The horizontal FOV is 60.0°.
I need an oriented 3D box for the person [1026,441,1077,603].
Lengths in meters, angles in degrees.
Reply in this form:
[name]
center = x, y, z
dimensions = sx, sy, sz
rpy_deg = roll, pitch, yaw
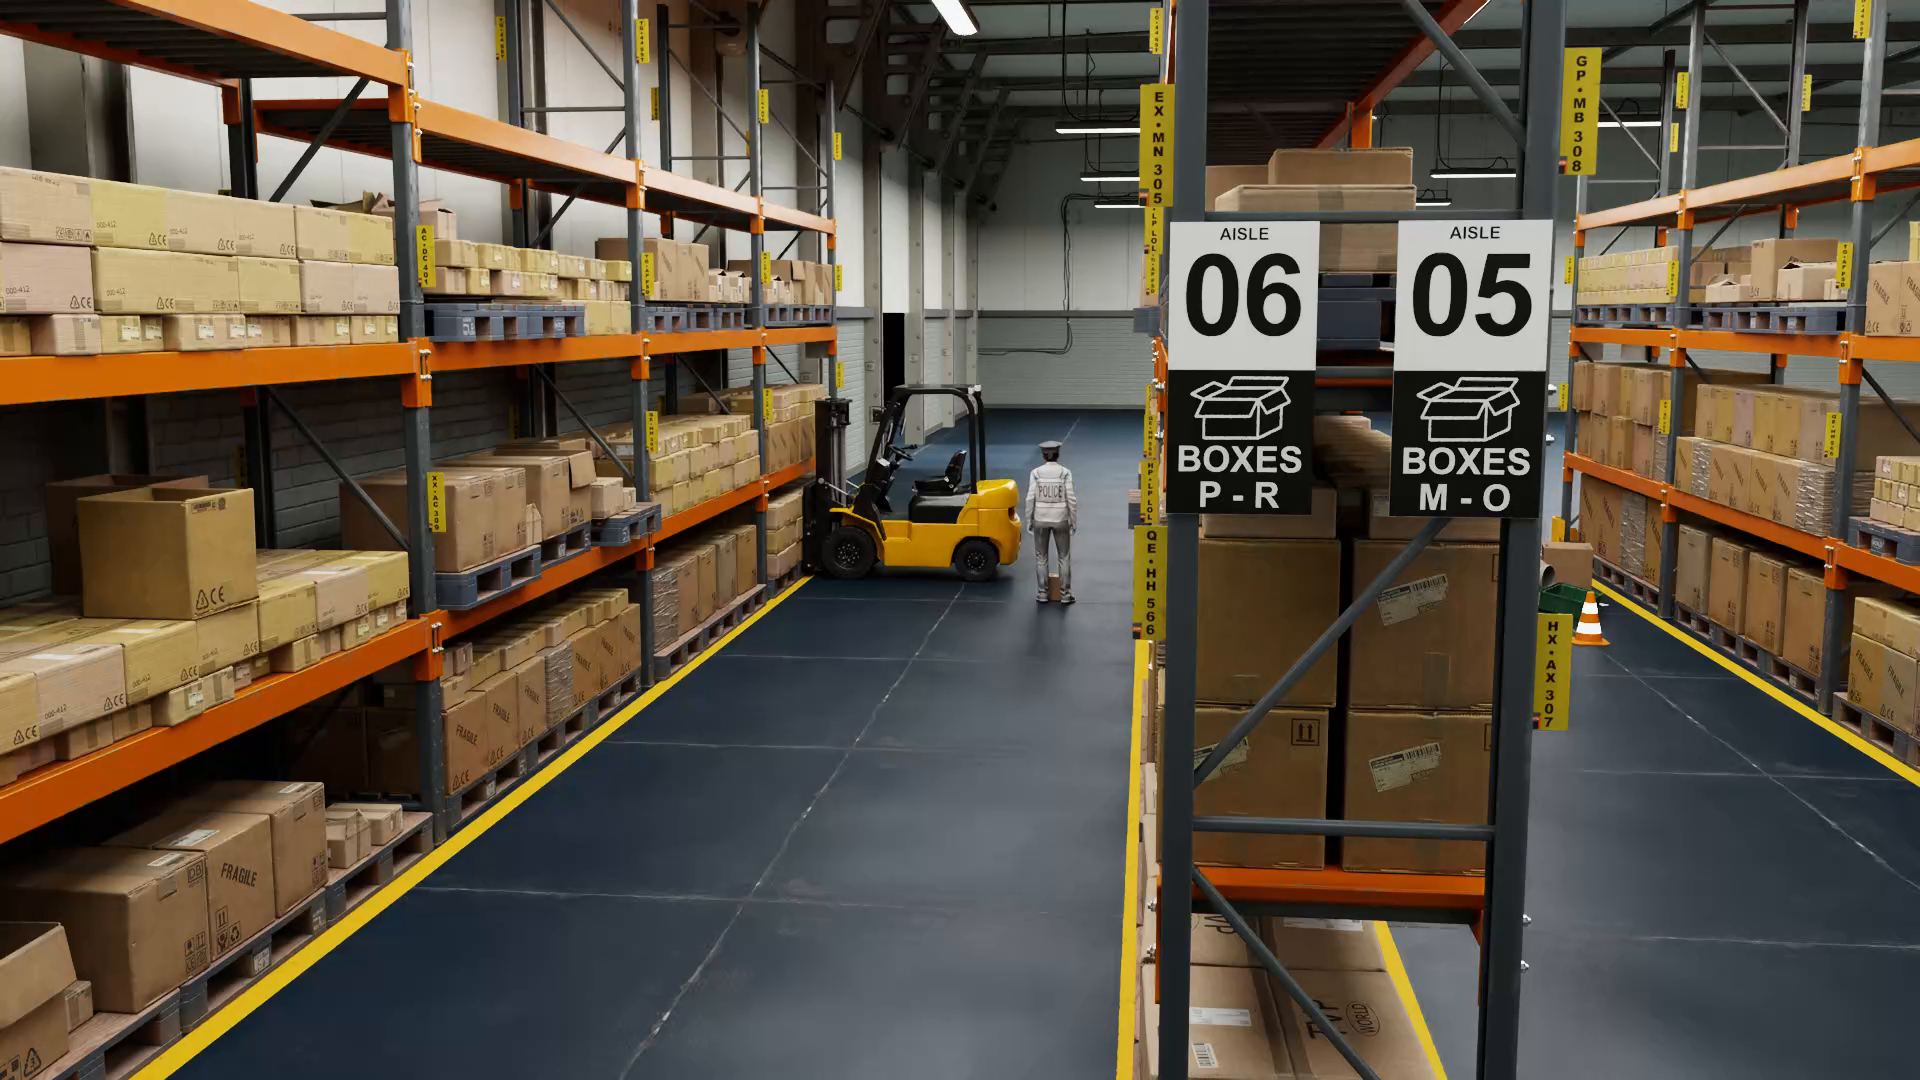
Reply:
[person]
center = 0.942, -0.180, 17.120
dimensions = 0.530, 1.663, 0.404
rpy_deg = 1, 8, 7
